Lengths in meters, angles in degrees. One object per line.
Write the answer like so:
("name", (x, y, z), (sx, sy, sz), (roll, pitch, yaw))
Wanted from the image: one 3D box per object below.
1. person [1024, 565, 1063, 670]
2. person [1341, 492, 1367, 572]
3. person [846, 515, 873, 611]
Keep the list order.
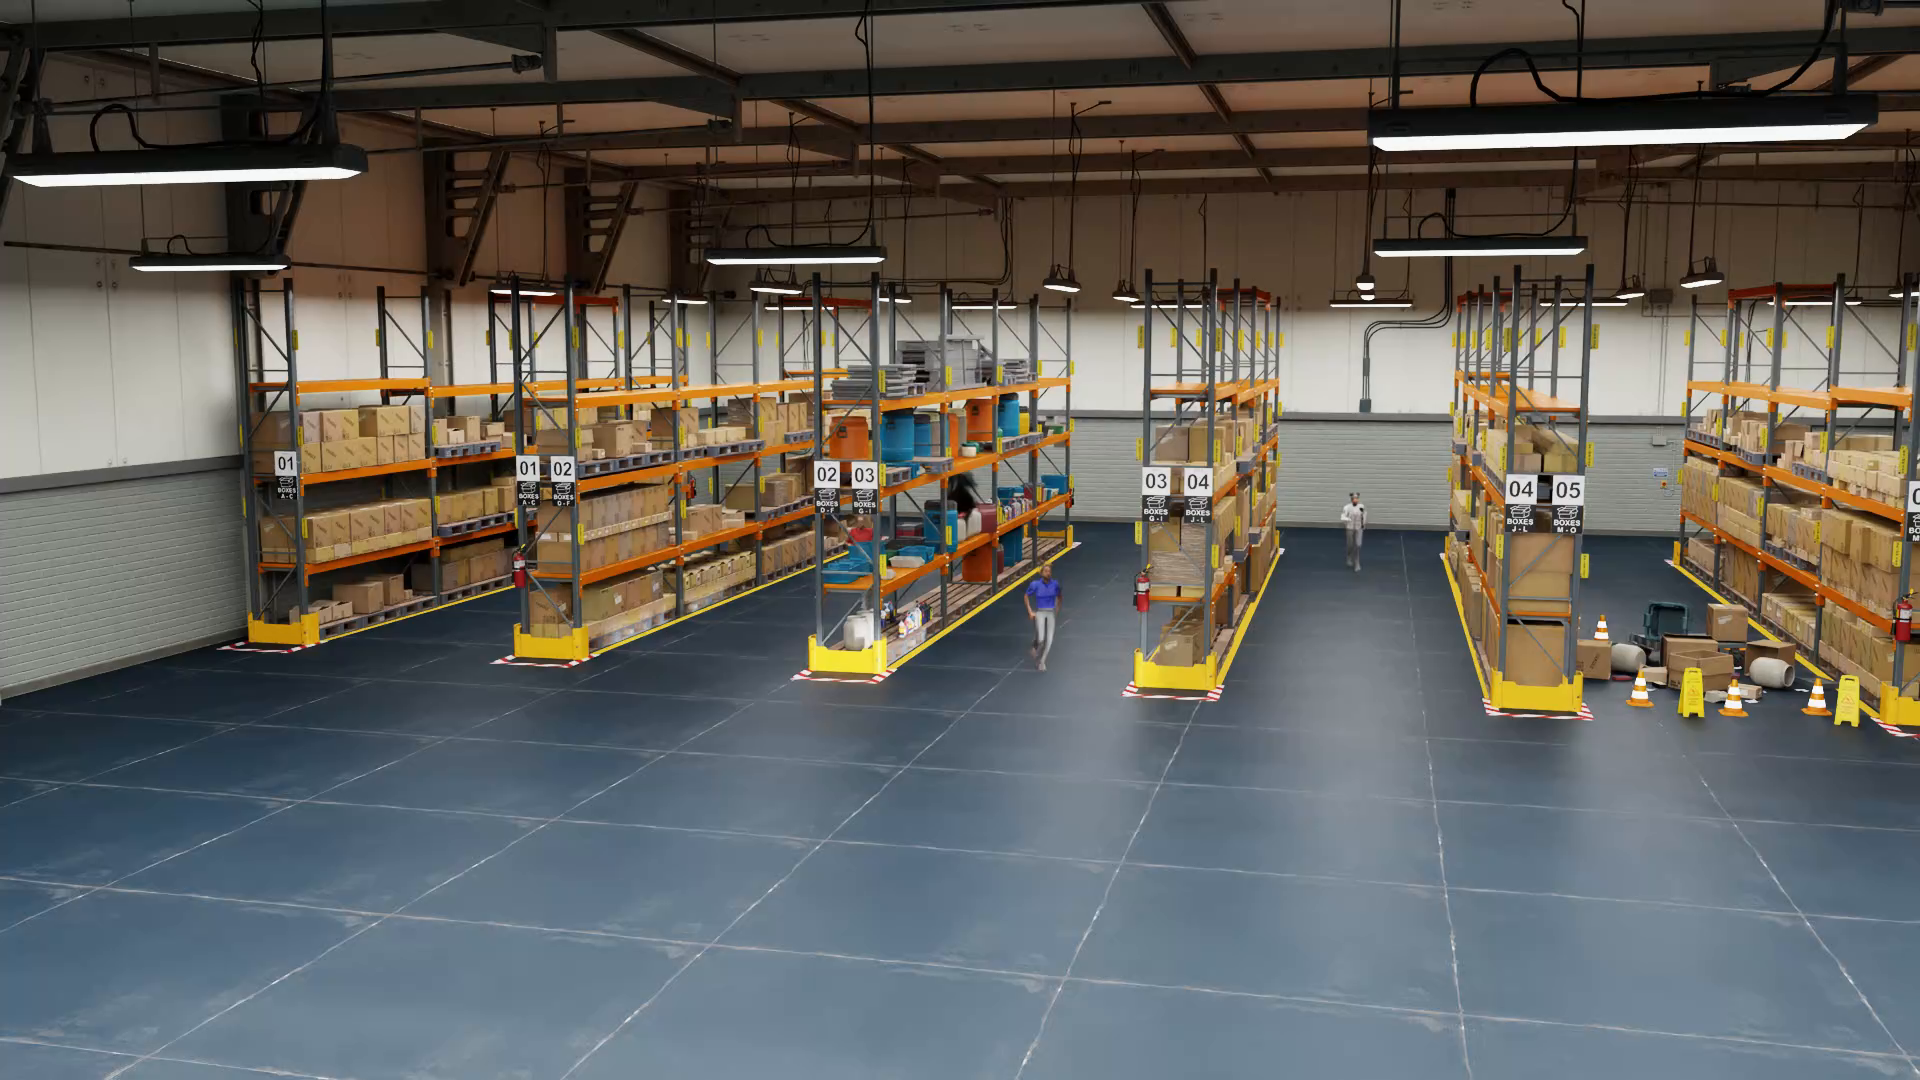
("person", (1.291, 1.169, 25.459), (0.588, 1.613, 0.547), (-2, 7, -13))
("person", (8.640, -0.213, 36.500), (0.562, 1.719, 0.857), (1, 7, 11))
("person", (-1.830, 0.409, 31.207), (0.608, 1.767, 0.909), (2, 7, 16))
